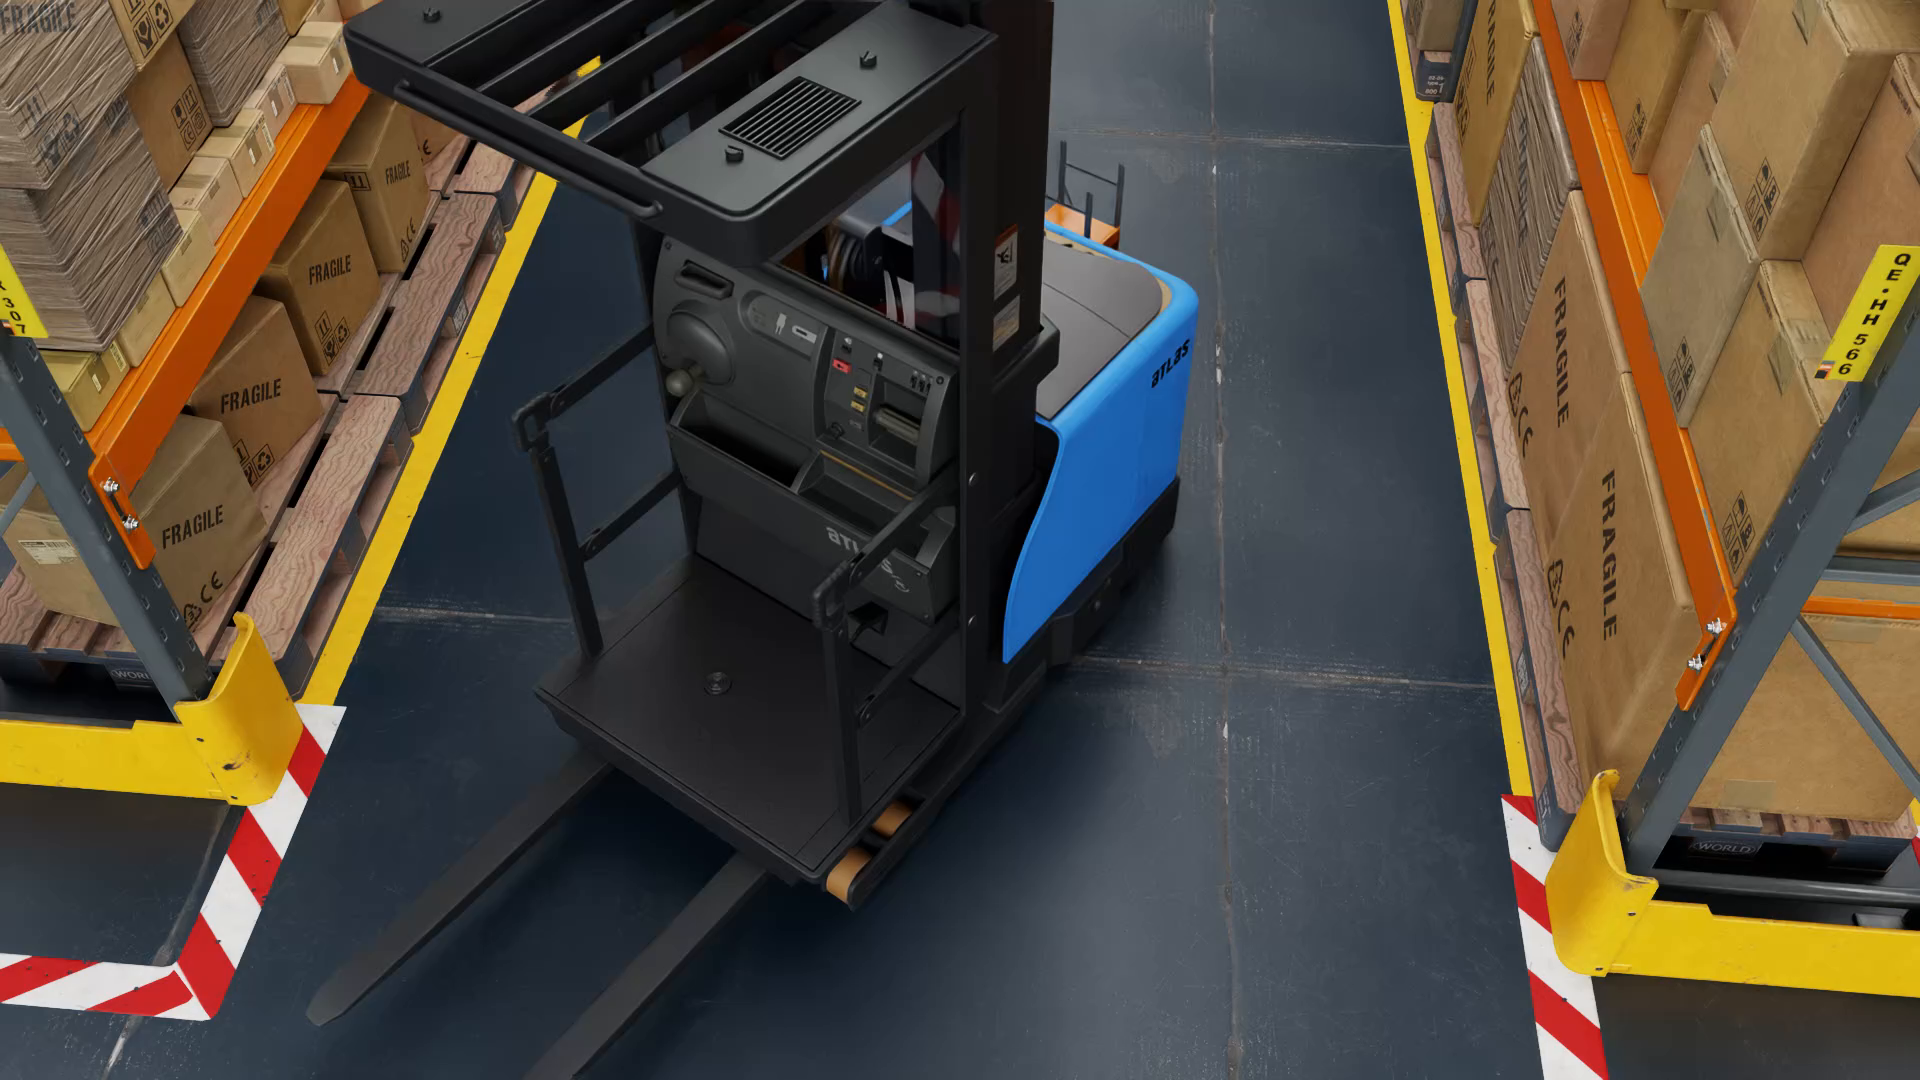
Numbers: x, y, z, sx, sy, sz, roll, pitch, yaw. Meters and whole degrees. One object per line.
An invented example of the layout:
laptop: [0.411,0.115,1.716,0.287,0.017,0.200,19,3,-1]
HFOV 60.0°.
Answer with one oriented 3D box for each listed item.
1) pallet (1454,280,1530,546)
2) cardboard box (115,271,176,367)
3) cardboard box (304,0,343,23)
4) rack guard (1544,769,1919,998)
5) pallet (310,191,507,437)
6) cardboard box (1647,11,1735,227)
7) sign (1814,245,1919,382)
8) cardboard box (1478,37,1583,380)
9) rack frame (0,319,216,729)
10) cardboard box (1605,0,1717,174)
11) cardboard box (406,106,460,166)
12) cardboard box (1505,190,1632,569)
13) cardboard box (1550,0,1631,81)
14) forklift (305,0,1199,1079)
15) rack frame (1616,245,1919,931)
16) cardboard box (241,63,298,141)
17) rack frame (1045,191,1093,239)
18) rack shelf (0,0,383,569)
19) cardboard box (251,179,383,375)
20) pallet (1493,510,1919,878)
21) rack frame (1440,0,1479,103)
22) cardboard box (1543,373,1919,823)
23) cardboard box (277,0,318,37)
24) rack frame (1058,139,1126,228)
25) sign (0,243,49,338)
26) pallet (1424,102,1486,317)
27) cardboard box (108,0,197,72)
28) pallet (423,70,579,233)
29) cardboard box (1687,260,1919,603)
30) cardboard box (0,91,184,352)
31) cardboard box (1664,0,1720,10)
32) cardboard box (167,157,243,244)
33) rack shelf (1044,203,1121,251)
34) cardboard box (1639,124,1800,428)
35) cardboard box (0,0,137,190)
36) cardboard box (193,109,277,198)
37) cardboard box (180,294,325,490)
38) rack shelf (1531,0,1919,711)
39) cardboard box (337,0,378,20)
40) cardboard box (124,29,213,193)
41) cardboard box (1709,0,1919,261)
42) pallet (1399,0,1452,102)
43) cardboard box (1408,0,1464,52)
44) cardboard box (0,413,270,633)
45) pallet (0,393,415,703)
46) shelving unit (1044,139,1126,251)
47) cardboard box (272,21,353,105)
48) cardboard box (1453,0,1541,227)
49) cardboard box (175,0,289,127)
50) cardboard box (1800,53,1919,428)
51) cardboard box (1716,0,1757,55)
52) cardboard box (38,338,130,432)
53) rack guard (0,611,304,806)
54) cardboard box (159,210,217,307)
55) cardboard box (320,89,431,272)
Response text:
pallet: [2.383,-0.455,6.023,1.003,0.211,1.213,4,48,4]
cardboard box: [-2.350,-0.608,4.443,0.380,0.149,0.250,4,48,4]
cardboard box: [-2.268,-1.714,5.455,0.380,0.149,0.250,4,48,4]
rack guard: [2.272,0.952,4.540,1.175,0.500,0.348,4,48,4]
pallet: [-2.426,-0.920,6.449,1.003,0.211,1.213,4,48,4]
cardboard box: [2.468,-1.044,4.570,0.875,0.550,0.550,4,48,4]
sign: [1.735,-0.426,3.162,0.100,0.325,0.005,4,48,4]
cardboard box: [2.434,-1.153,5.927,0.875,0.875,0.875,4,48,4]
rack frame: [-2.656,-0.317,4.007,1.000,3.000,0.127,4,48,4]
cardboard box: [2.475,-1.436,4.929,0.875,0.550,0.500,4,48,4]
cardboard box: [-2.412,-1.842,6.811,0.500,0.500,0.500,18,50,16]
cardboard box: [2.348,-0.483,5.314,0.875,0.875,0.875,3,48,3]
cardboard box: [2.423,-1.832,5.292,0.875,0.550,0.550,4,48,4]
forklift: [-0.540,-0.360,4.093,1.130,2.935,3.031,28,54,24]
rack frame: [2.274,0.091,3.634,1.000,3.000,0.127,4,48,4]
cardboard box: [-2.285,-1.344,5.117,0.380,0.149,0.250,4,48,4]
rack frame: [0.310,-0.707,5.584,0.240,1.200,0.006,28,54,24]
rack shelf: [-2.474,-1.544,5.617,1.077,0.370,4.000,4,48,4]
cardboard box: [-2.486,-0.973,6.017,0.500,0.500,0.500,8,48,7]
pallet: [2.269,0.439,5.205,1.003,0.211,1.213,4,48,4]
rack frame: [2.639,-2.848,6.322,1.000,3.000,0.127,4,48,4]
cardboard box: [2.270,0.164,4.723,0.875,0.875,0.875,4,48,4]
cardboard box: [-2.506,-1.960,5.240,0.875,0.500,0.500,4,48,4]
rack frame: [0.419,-0.816,5.683,0.240,1.200,0.006,28,54,24]
sign: [-2.115,-0.573,3.654,0.100,0.325,0.005,4,48,4]
pallet: [2.492,-1.354,6.845,1.003,0.211,1.213,4,48,4]
cardboard box: [-2.282,-1.541,4.180,0.500,0.500,0.500,4,48,4]
pallet: [-2.317,-1.819,7.271,1.003,0.211,1.213,4,48,4]
cardboard box: [2.263,-0.235,3.831,0.875,0.550,0.550,4,48,4]
cardboard box: [-2.578,-0.853,4.228,0.875,0.500,0.500,4,48,4]
cardboard box: [2.410,-1.805,4.535,0.875,0.550,0.500,4,48,4]
cardboard box: [-2.311,-0.976,4.780,0.380,0.149,0.250,4,48,4]
rack shelf: [0.365,-0.975,5.401,0.258,0.103,0.180,28,54,24]
cardboard box: [2.291,-0.641,4.202,0.875,0.550,0.550,4,48,4]
cardboard box: [-2.334,-1.174,3.844,0.500,0.500,0.500,4,48,4]
cardboard box: [-2.281,-1.159,4.947,0.380,0.149,0.250,4,48,4]
cardboard box: [-2.562,-0.514,5.597,0.500,0.500,0.500,15,49,14]
rack shelf: [2.457,-1.136,5.244,1.077,0.370,4.000,4,48,4]
cardboard box: [-2.169,-1.892,5.618,0.380,0.149,0.250,4,48,4]
cardboard box: [-2.652,-1.229,4.572,0.875,0.500,0.500,4,48,4]
cardboard box: [2.305,-1.005,3.803,0.875,0.550,0.550,4,48,4]
pallet: [2.634,-2.479,7.875,1.003,0.211,1.213,4,48,4]
cardboard box: [2.606,-2.693,7.420,1.050,0.750,0.750,4,48,3]
cardboard box: [-2.582,-0.073,5.193,0.500,0.500,0.500,12,49,11]
pallet: [-2.540,-0.026,5.631,1.003,0.211,1.213,4,48,4]
shelving unit: [0.365,-0.762,5.634,0.258,1.200,0.189,28,54,24]
cardboard box: [-2.159,-1.521,5.279,0.380,0.149,0.250,4,48,4]
cardboard box: [2.512,-1.816,6.533,0.875,0.875,0.875,5,48,4]
cardboard box: [-2.564,-1.593,4.905,0.875,0.500,0.500,4,48,4]
cardboard box: [2.347,-0.594,3.427,0.875,0.550,0.550,4,48,4]
cardboard box: [2.491,-1.407,4.171,0.875,0.550,0.550,4,48,4]
cardboard box: [-2.392,-0.425,4.277,0.380,0.149,0.250,4,48,4]
rack guard: [-2.649,0.471,4.980,1.175,0.500,0.348,4,48,4]
cardboard box: [-2.313,-0.791,4.611,0.380,0.149,0.250,4,48,4]
cardboard box: [-2.391,-1.380,6.389,0.500,0.500,0.500,0,48,0]
